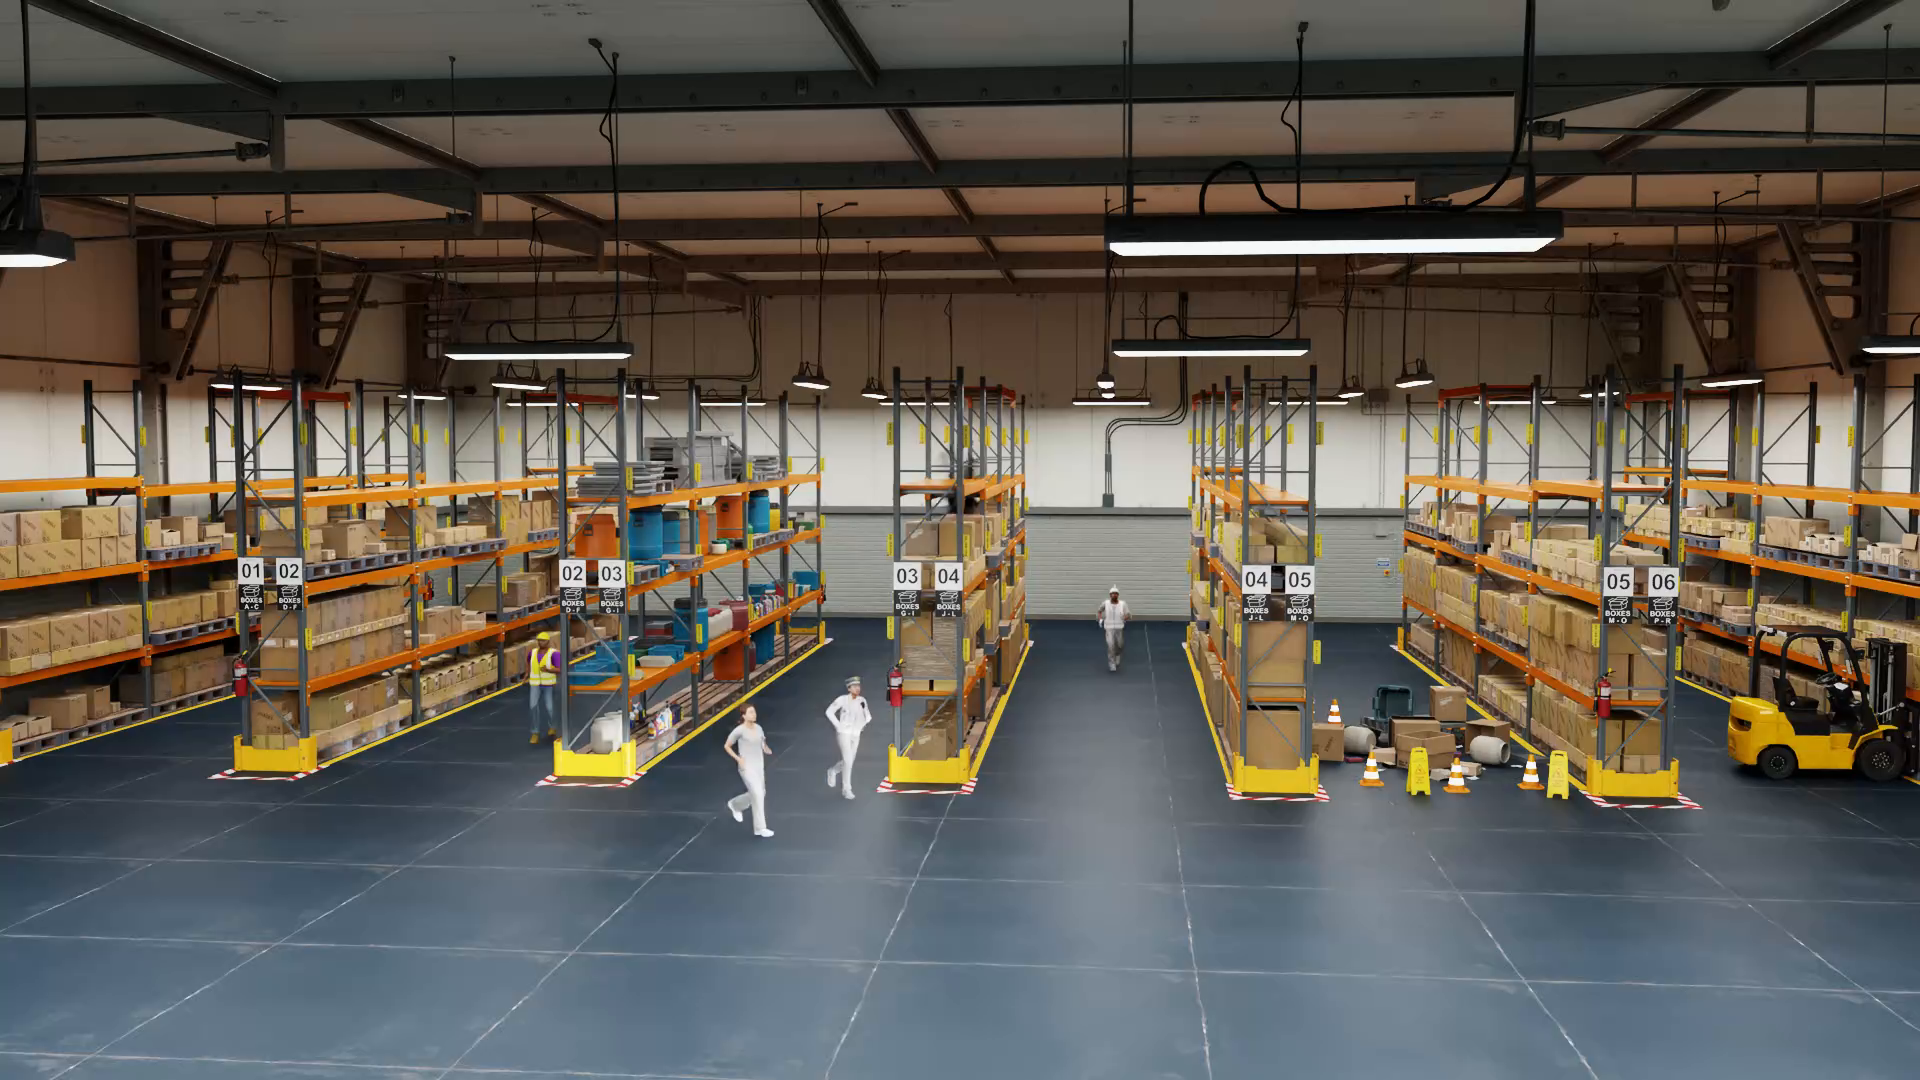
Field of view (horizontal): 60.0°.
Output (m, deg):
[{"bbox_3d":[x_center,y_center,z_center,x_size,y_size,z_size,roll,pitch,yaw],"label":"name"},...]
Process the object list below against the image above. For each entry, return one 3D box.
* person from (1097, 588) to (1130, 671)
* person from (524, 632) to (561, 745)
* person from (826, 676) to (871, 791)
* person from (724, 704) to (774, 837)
[{"bbox_3d":[3.304,1.899,35.655,0.696,1.763,0.941,0,4,1],"label":"person"},{"bbox_3d":[-6.853,2.419,27.345,0.674,1.828,0.781,0,4,0],"label":"person"},{"bbox_3d":[-1.573,2.693,23.372,0.659,1.583,0.635,-2,4,-32],"label":"person"},{"bbox_3d":[-2.665,2.876,20.950,0.859,1.639,0.577,3,5,38],"label":"person"}]
